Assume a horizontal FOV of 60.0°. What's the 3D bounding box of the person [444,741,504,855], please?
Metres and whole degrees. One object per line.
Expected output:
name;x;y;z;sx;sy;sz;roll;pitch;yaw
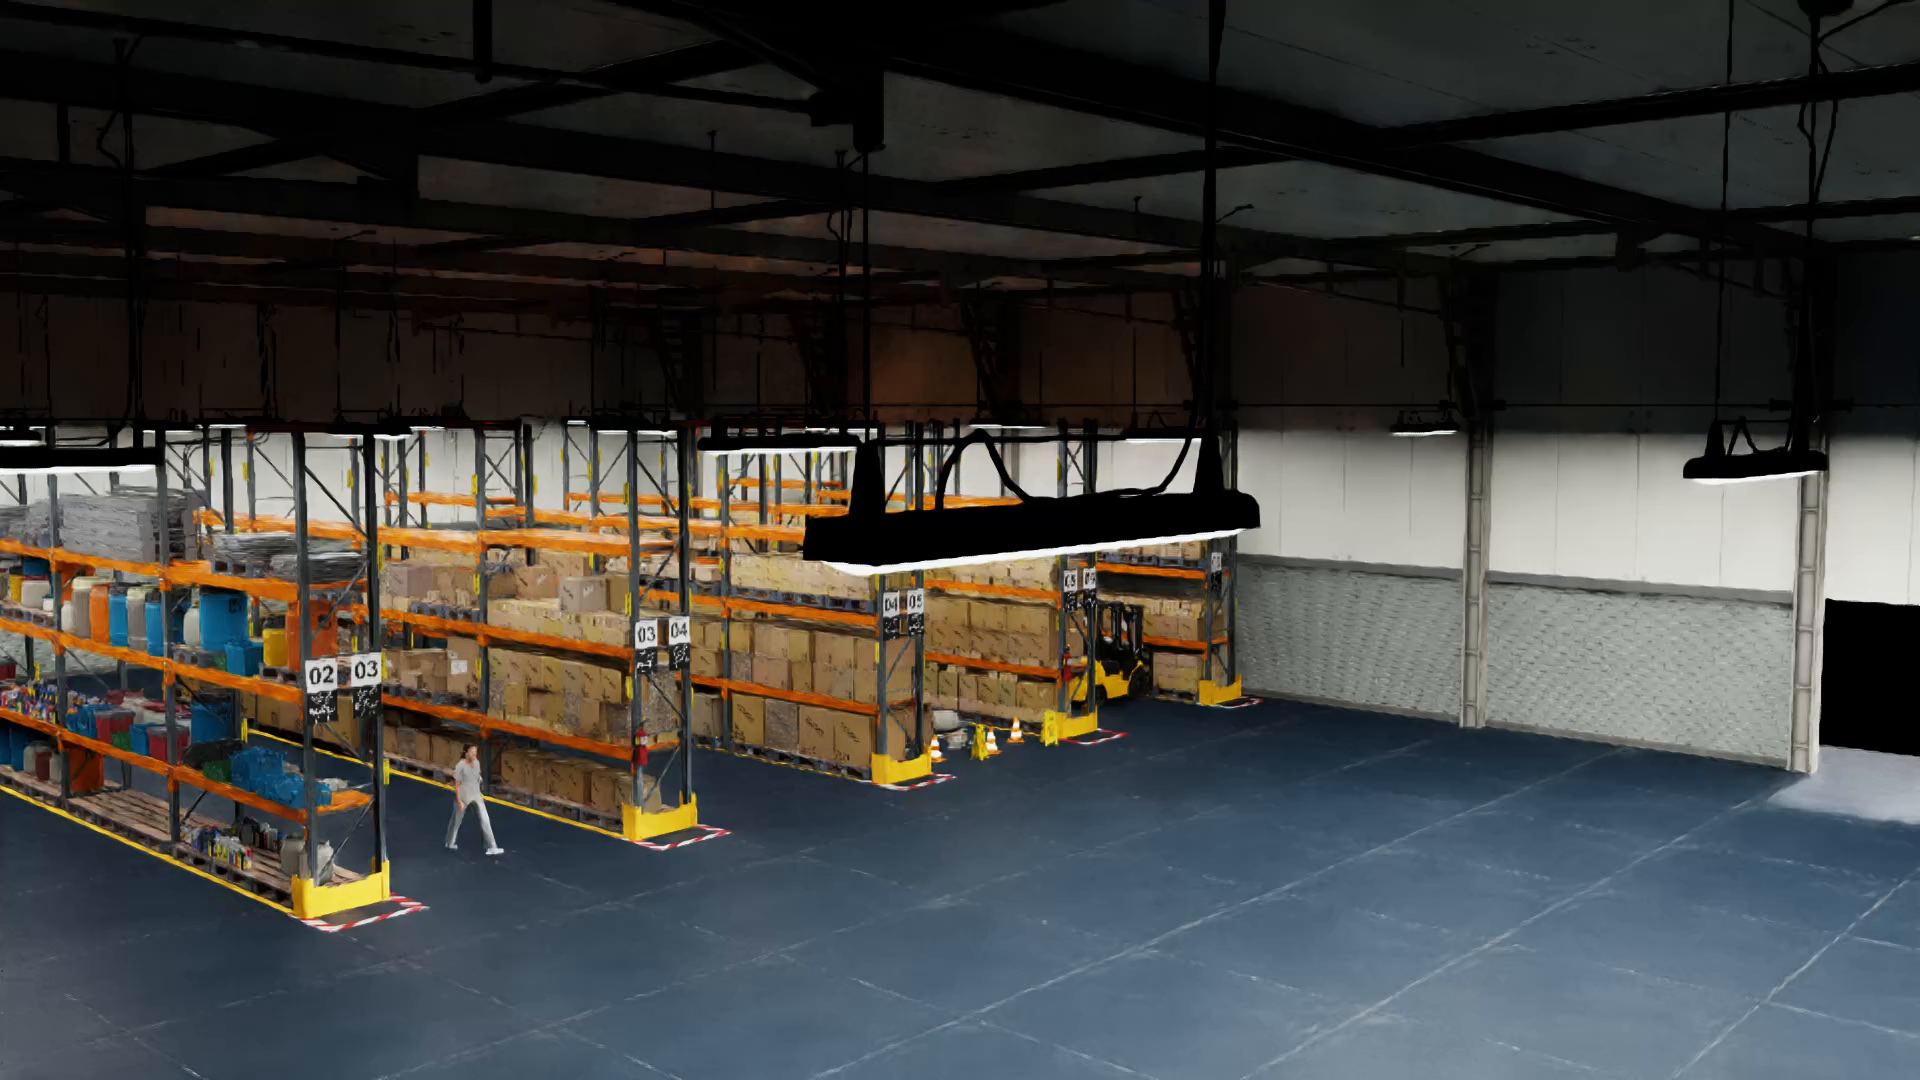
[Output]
person;-6.886;3.606;23.333;1.097;1.585;0.449;4;6;40
